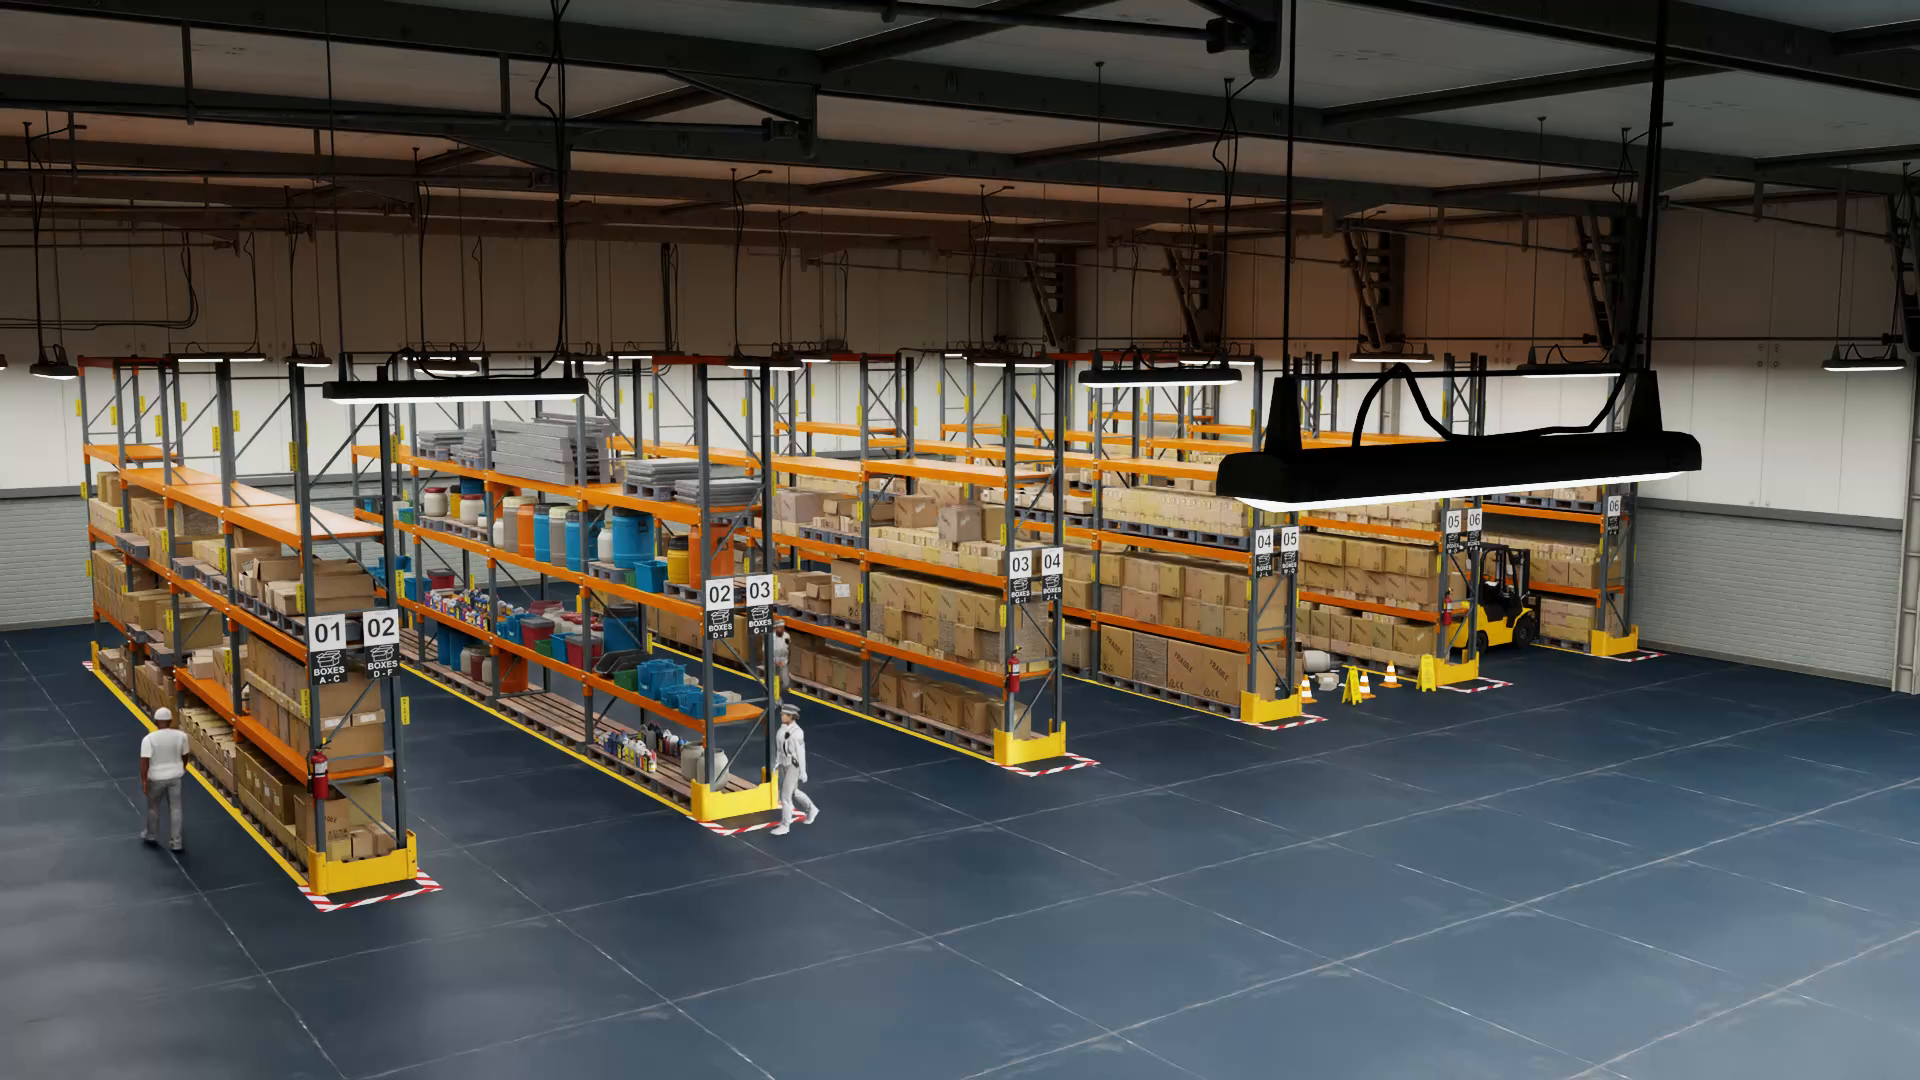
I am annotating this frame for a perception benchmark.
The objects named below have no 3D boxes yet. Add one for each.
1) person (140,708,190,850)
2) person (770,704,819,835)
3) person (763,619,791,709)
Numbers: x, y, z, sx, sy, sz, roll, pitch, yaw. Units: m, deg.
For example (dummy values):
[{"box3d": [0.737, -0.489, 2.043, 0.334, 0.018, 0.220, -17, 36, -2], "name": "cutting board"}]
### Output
[{"box3d": [-9.918, 2.938, 20.745, 0.582, 1.720, 0.918, -5, 8, -33], "name": "person"}, {"box3d": [-2.145, 2.909, 21.443, 0.803, 1.658, 0.488, -4, 8, -30], "name": "person"}, {"box3d": [-3.103, 2.108, 28.299, 0.580, 1.614, 0.746, -3, 8, -25], "name": "person"}]
